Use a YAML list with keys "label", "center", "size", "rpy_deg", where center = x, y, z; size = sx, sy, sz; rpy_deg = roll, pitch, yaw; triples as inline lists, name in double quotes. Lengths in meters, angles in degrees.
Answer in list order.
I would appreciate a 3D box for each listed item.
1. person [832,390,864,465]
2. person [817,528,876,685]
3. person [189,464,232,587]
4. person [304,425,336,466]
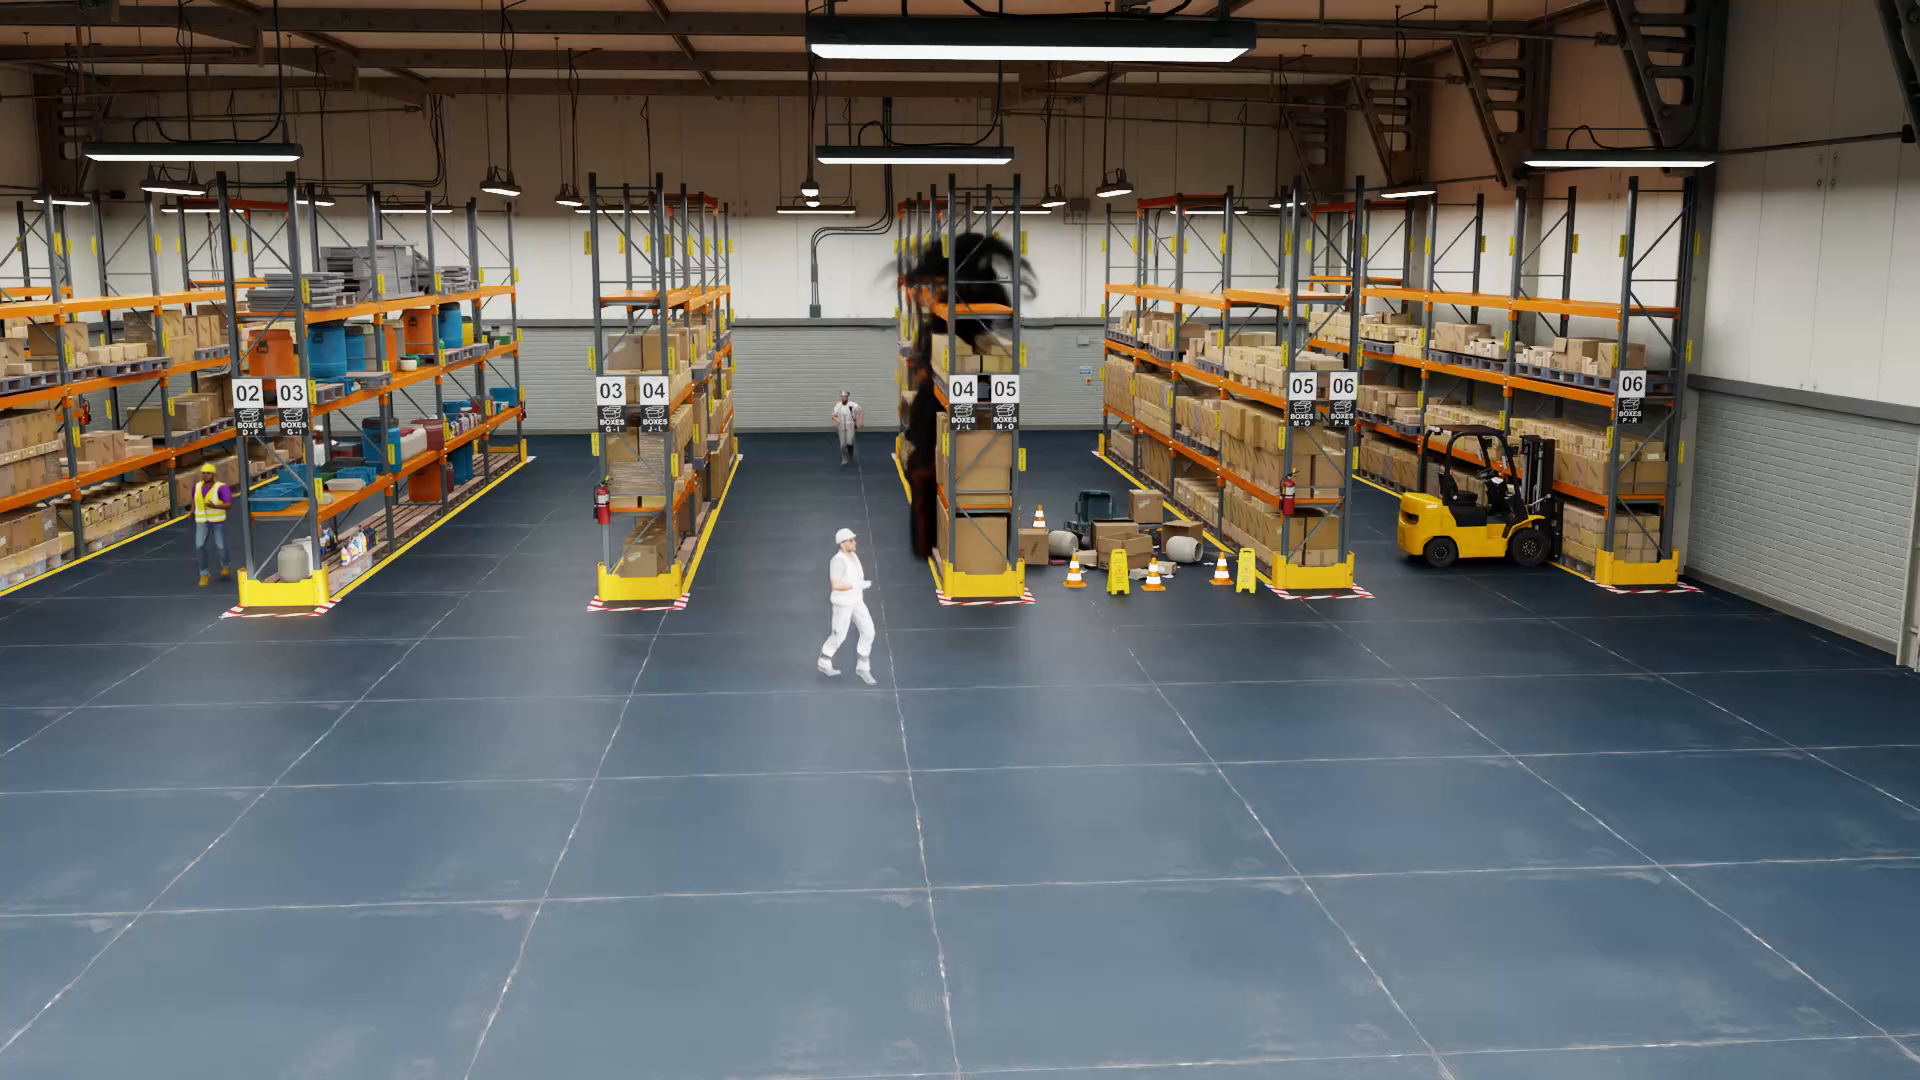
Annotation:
- label: "person"
  center: [-2.601, -2.582, 38.287]
  size: [0.693, 1.739, 0.755]
  rpy_deg: [1, 10, 8]
- label: "person"
  center: [-1.311, 0.776, 19.188]
  size: [0.793, 1.847, 0.633]
  rpy_deg: [6, 11, 29]
- label: "person"
  center: [-11.236, -0.237, 24.958]
  size: [0.674, 1.825, 0.782]
  rpy_deg: [-1, 10, -7]
- label: "person"
  center: [-11.891, -1.285, 30.978]
  size: [0.674, 1.721, 0.562]
  rpy_deg: [0, 10, -3]
